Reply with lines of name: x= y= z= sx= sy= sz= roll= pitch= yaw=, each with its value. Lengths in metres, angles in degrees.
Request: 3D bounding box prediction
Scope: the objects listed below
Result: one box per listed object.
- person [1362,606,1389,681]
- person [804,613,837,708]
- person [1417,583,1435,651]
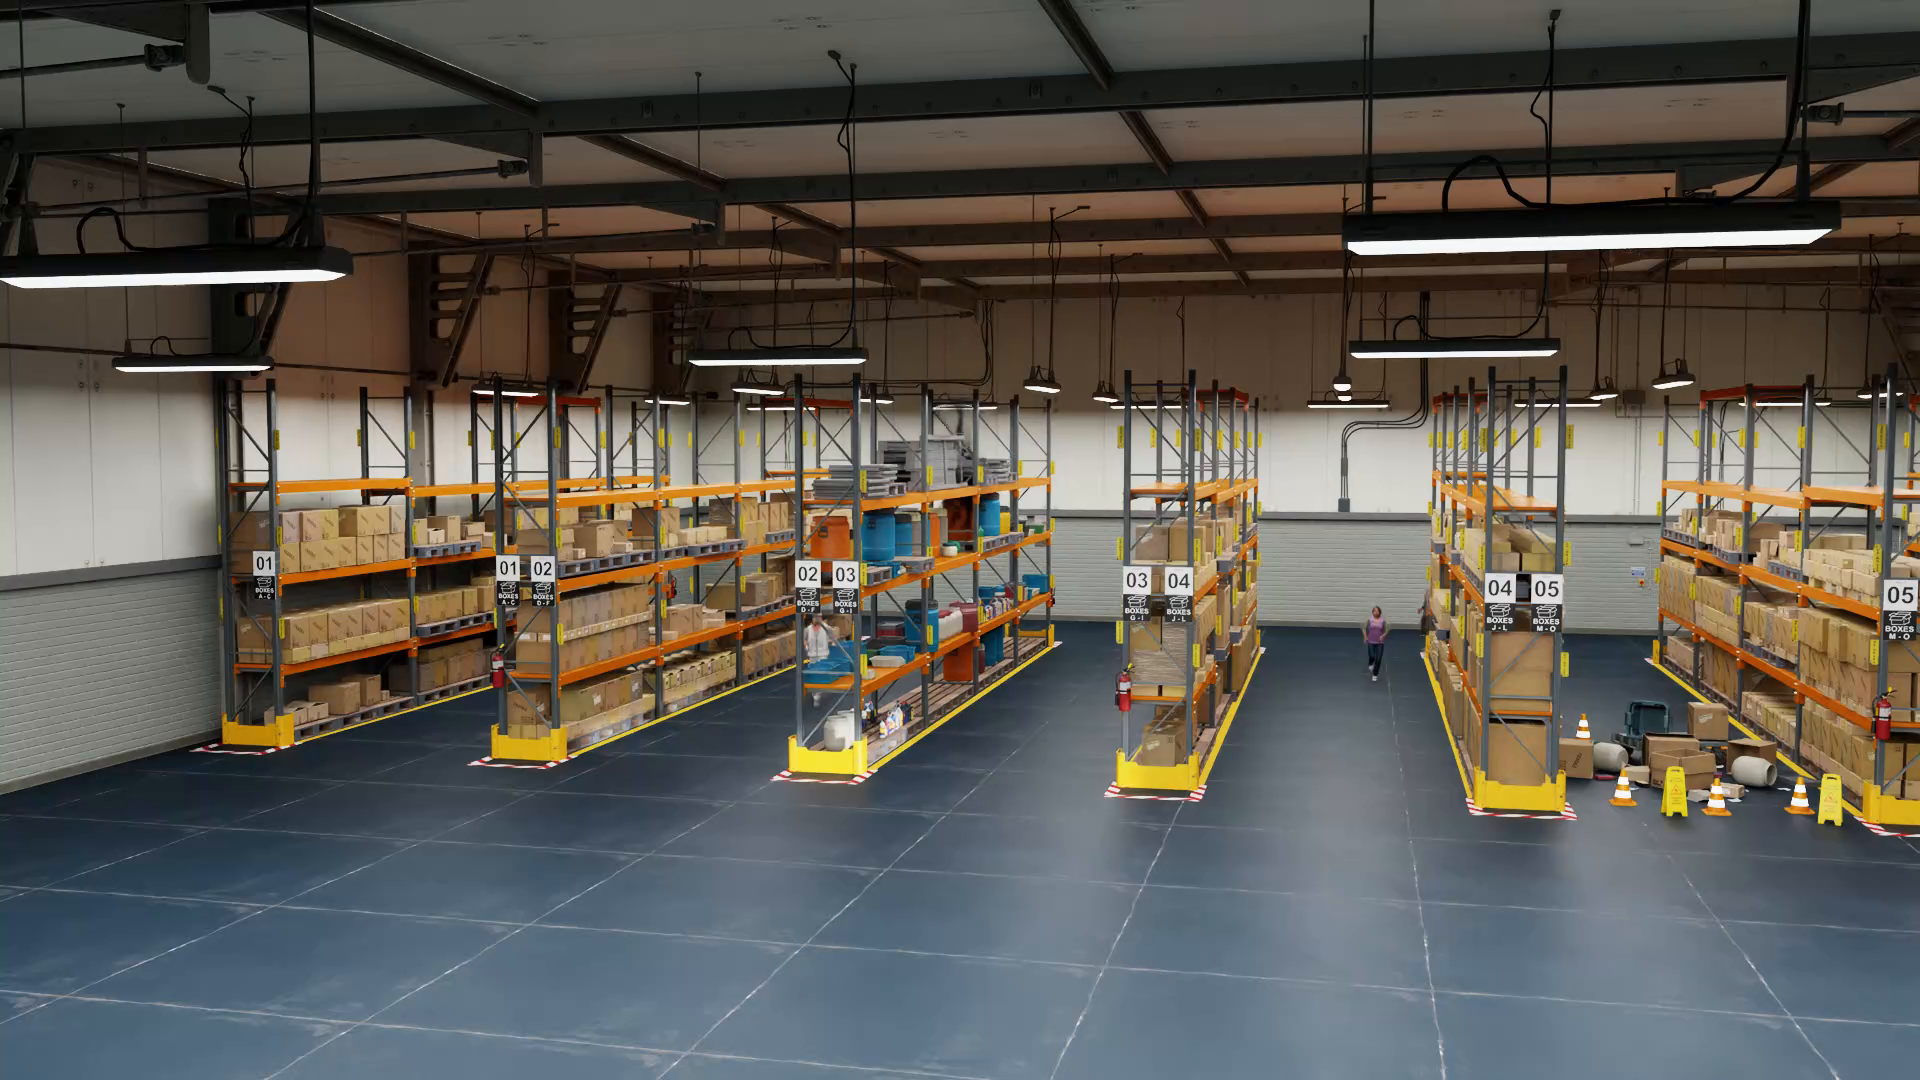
person: x=8.652 y=2.152 z=34.612 sx=0.533 sy=1.554 sz=0.543 roll=1 pitch=3 yaw=11
person: x=-2.684 y=2.224 z=31.533 sx=0.667 sy=1.786 sz=0.956 roll=0 pitch=3 yaw=5
person: x=11.255 y=1.776 z=39.514 sx=0.678 sy=1.725 sz=0.710 roll=-2 pitch=4 yaw=-26
